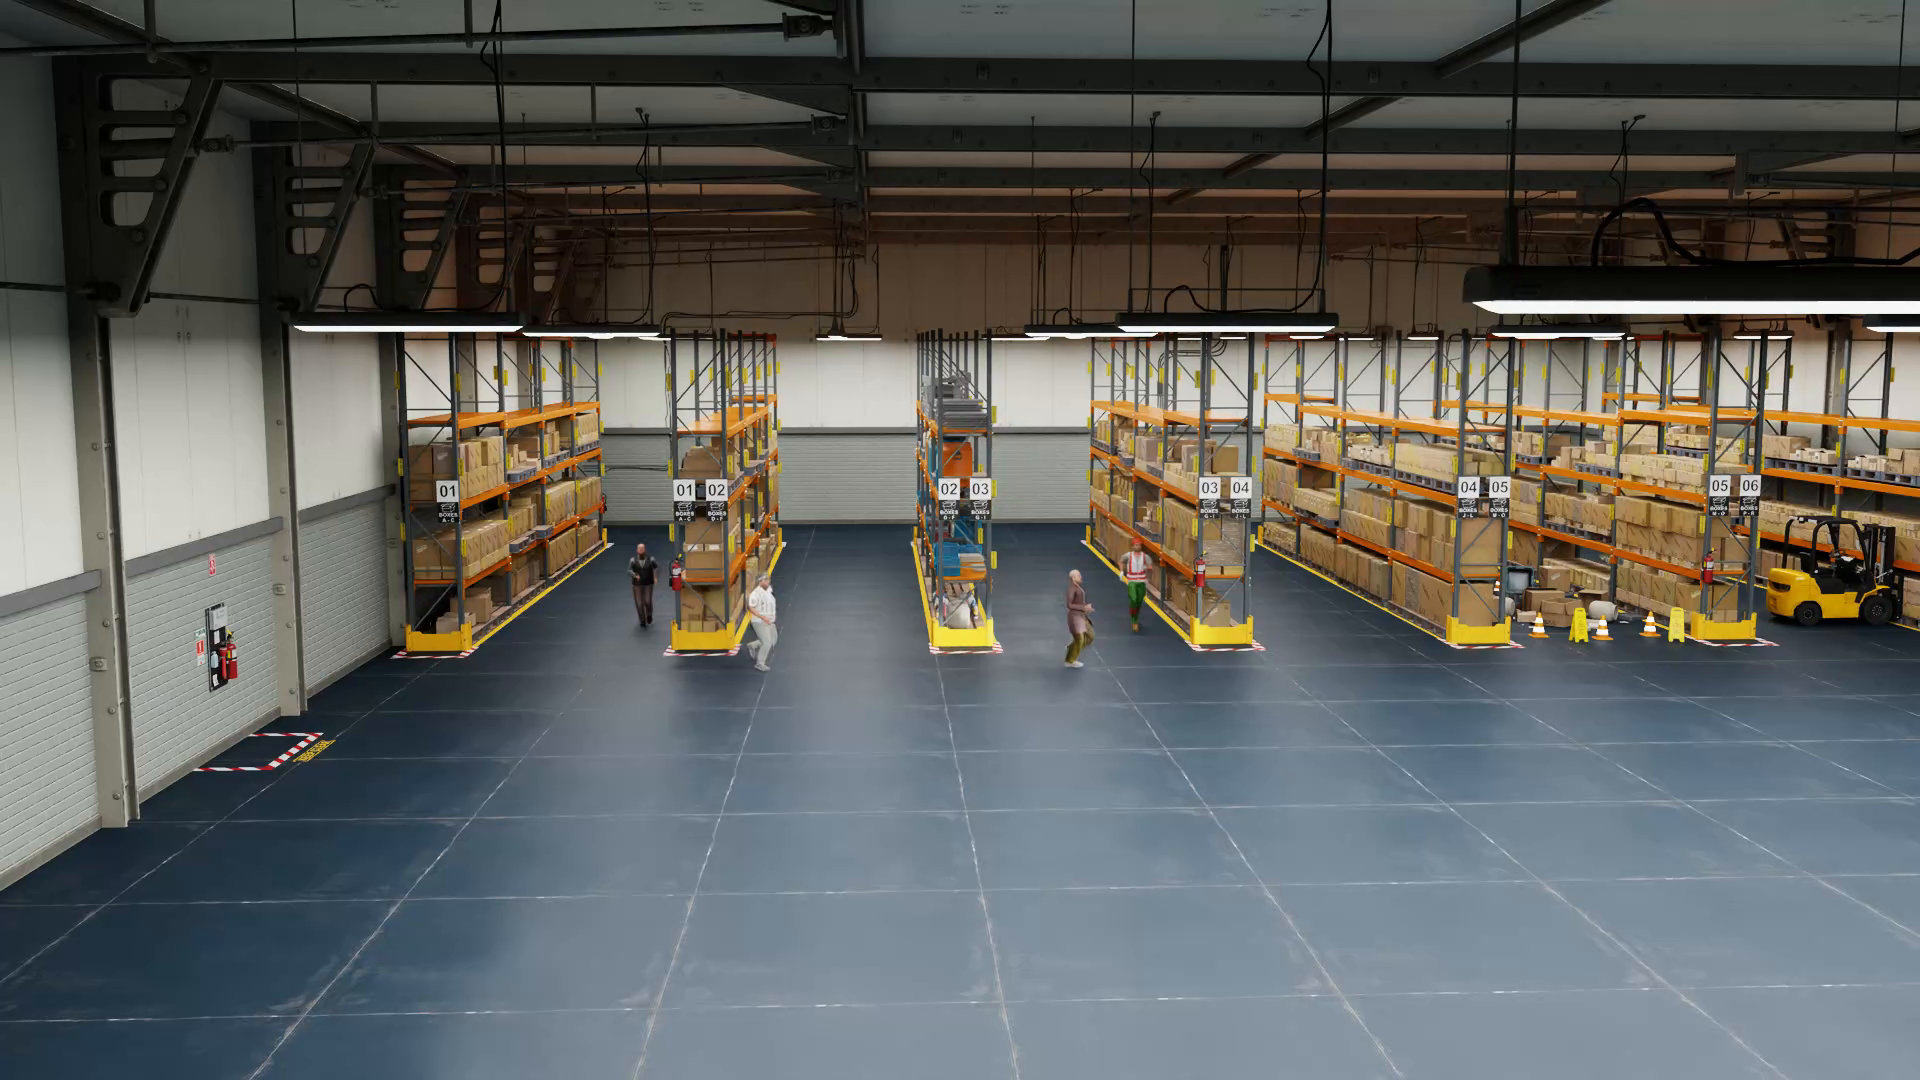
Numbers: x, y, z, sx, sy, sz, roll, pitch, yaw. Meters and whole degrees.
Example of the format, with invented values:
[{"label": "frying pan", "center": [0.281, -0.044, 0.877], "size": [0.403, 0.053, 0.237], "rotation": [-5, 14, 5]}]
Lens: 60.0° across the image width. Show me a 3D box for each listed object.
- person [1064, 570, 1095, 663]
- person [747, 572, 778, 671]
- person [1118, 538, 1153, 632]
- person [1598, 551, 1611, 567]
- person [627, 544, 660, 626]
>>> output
[{"label": "person", "center": [2.139, 1.359, 29.420], "size": [0.628, 1.670, 0.698], "rotation": [3, 7, 22]}, {"label": "person", "center": [-3.496, 1.417, 29.342], "size": [0.647, 1.763, 0.679], "rotation": [4, 8, 29]}, {"label": "person", "center": [3.549, 0.873, 33.514], "size": [0.651, 1.834, 0.846], "rotation": [-1, 7, -9]}, {"label": "person", "center": [15.896, 0.074, 40.677], "size": [0.638, 1.741, 0.600], "rotation": [0, 7, -4]}, {"label": "person", "center": [-6.405, 0.921, 33.626], "size": [0.637, 1.682, 0.603], "rotation": [-1, 7, -6]}]
